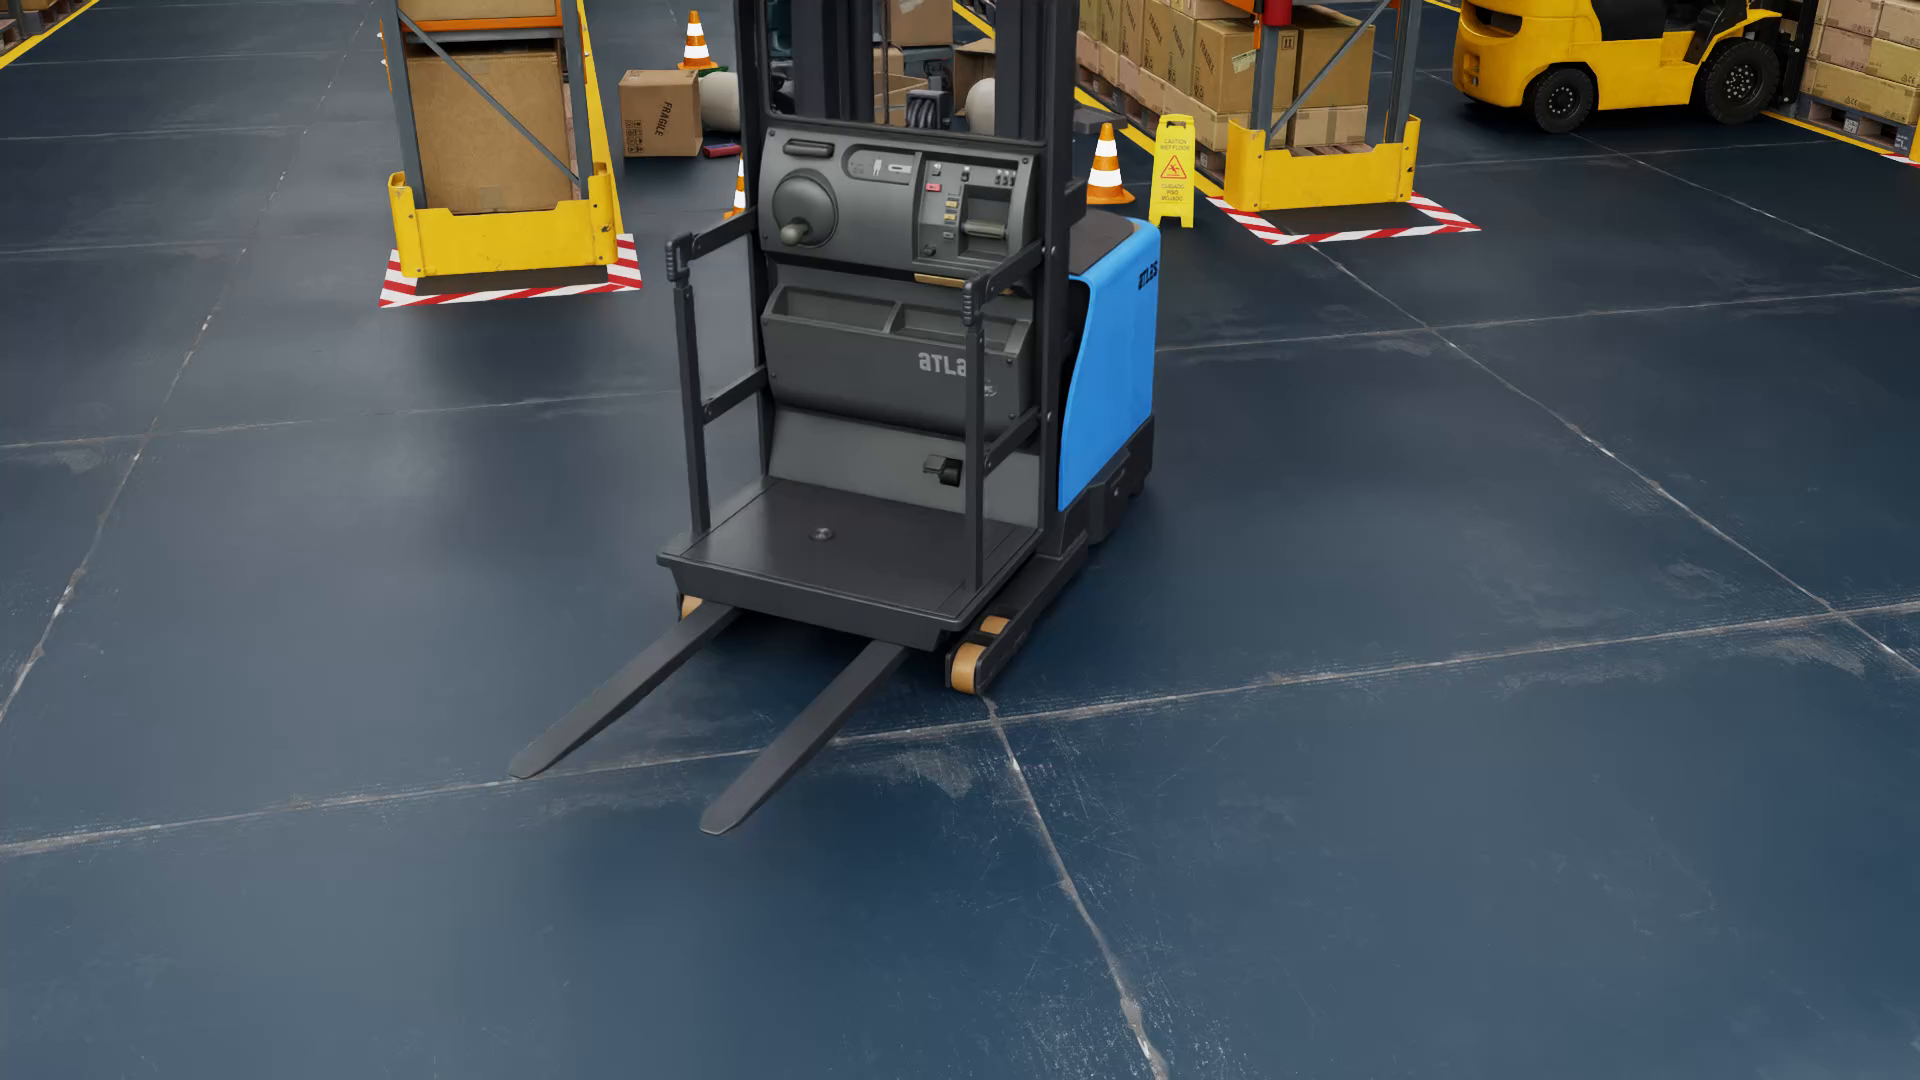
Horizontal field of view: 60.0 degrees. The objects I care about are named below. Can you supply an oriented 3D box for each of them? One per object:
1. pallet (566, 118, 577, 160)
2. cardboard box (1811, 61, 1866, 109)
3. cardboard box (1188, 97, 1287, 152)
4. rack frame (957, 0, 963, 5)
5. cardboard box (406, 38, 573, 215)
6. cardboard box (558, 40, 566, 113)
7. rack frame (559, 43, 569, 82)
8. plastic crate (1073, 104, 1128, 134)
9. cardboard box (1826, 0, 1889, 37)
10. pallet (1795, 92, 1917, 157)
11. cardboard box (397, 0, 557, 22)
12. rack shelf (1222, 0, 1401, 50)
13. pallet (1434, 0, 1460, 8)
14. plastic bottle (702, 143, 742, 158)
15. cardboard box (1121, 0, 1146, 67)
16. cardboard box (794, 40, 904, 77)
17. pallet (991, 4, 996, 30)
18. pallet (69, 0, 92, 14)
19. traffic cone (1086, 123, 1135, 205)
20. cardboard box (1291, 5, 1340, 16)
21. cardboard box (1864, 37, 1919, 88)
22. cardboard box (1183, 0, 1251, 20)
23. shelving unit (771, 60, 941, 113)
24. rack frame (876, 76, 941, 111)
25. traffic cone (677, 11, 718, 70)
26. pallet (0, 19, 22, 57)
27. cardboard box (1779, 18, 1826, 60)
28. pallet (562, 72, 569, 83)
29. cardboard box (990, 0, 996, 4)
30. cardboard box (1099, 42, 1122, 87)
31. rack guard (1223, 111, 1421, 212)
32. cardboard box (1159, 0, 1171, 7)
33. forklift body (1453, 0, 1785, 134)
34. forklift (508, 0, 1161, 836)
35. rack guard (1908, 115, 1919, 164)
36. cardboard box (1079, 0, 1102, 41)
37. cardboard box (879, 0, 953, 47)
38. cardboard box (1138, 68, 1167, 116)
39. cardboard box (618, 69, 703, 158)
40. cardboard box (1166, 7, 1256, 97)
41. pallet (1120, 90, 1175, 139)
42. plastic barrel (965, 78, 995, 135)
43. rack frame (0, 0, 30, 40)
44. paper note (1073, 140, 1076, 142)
[{"bbox_3d":[-3.053,-2.545,11.058,1.003,0.211,1.213,-6,27,-12],"label":"pallet"},{"bbox_3d":[6.594,-3.318,12.081,0.500,0.250,0.500,-6,27,-12],"label":"cardboard box"},{"bbox_3d":[1.825,-2.757,10.970,0.500,0.250,0.500,-6,27,-12],"label":"cardboard box"},{"bbox_3d":[0.472,-6.971,16.733,1.000,3.000,0.127,-6,27,-12],"label":"rack frame"},{"bbox_3d":[-2.742,-2.442,9.652,0.875,0.875,0.875,-6,27,-11],"label":"cardboard box"},{"bbox_3d":[-3.146,-3.229,11.210,0.875,0.875,0.875,-6,27,-11],"label":"cardboard box"},{"bbox_3d":[-3.426,-4.668,12.170,1.000,3.000,0.127,-6,27,-12],"label":"rack frame"},{"bbox_3d":[0.929,-3.139,12.381,0.402,0.080,0.583,-16,31,-29],"label":"plastic crate"},{"bbox_3d":[6.582,-3.765,11.857,0.500,0.250,0.500,-5,27,-11],"label":"cardboard box"},{"bbox_3d":[6.897,-3.052,12.062,1.003,0.211,1.213,-6,27,-12],"label":"pallet"},{"bbox_3d":[-2.653,-3.138,8.971,0.875,0.550,0.550,-6,27,-12],"label":"cardboard box"},{"bbox_3d":[1.824,-4.016,11.676,1.077,0.370,4.000,-6,27,-12],"label":"rack shelf"},{"bbox_3d":[5.455,-5.867,17.639,1.003,0.211,1.213,-6,27,-12],"label":"pallet"},{"bbox_3d":[-1.634,-2.711,11.553,0.283,0.061,0.133,-16,31,-29],"label":"plastic bottle"},{"bbox_3d":[1.491,-3.762,12.128,0.500,0.500,0.500,-5,27,-9],"label":"cardboard box"},{"bbox_3d":[-0.806,-3.329,12.137,0.797,0.637,0.503,-6,27,-12],"label":"cardboard box"},{"bbox_3d":[0.918,-4.849,15.622,1.003,0.211,1.213,-6,27,-12],"label":"pallet"},{"bbox_3d":[-9.559,-5.608,17.127,1.003,0.211,1.213,-6,27,-12],"label":"pallet"},{"bbox_3d":[0.921,-2.385,10.461,0.336,0.463,0.334,-6,27,-12],"label":"traffic cone"},{"bbox_3d":[2.235,-3.376,11.362,0.500,0.500,0.500,-7,28,-14],"label":"cardboard box"},{"bbox_3d":[6.696,-3.330,11.549,0.500,0.250,0.500,-6,27,-12],"label":"cardboard box"},{"bbox_3d":[1.692,-3.523,10.935,0.380,0.149,0.250,-5,27,-10],"label":"cardboard box"},{"bbox_3d":[-0.503,-1.322,7.205,0.587,1.500,1.083,-10,29,-19],"label":"shelving unit"},{"bbox_3d":[-0.311,-1.106,6.776,0.500,1.500,0.032,-10,29,-19],"label":"rack frame"},{"bbox_3d":[-2.257,-4.278,14.212,0.336,0.463,0.334,-6,27,-12],"label":"traffic cone"},{"bbox_3d":[-9.008,-4.377,14.688,1.003,0.211,1.213,-6,27,-12],"label":"pallet"},{"bbox_3d":[6.457,-3.776,12.433,0.500,0.250,0.500,-7,28,-13],"label":"cardboard box"},{"bbox_3d":[-3.674,-3.755,13.454,1.003,0.211,1.213,-6,27,-12],"label":"pallet"},{"bbox_3d":[0.764,-5.414,16.097,0.950,0.372,0.625,-6,27,-13],"label":"cardboard box"},{"bbox_3d":[1.375,-3.656,12.749,0.500,0.250,0.500,-4,27,-9],"label":"cardboard box"},{"bbox_3d":[2.258,-2.377,10.404,1.175,0.500,0.348,-6,27,-12],"label":"rack guard"},{"bbox_3d":[1.581,-3.750,11.384,0.380,0.149,0.250,-5,27,-9],"label":"cardboard box"},{"bbox_3d":[4.906,-4.233,12.250,2.313,2.155,1.214,-6,27,-12],"label":"forklift body"},{"bbox_3d":[-0.299,-1.038,5.053,1.130,2.935,3.031,12,29,22],"label":"forklift"},{"bbox_3d":[7.116,-2.839,11.319,1.175,0.500,0.348,-6,27,-12],"label":"rack guard"},{"bbox_3d":[1.244,-4.224,13.042,0.500,0.500,0.500,-5,27,-9],"label":"cardboard box"},{"bbox_3d":[-0.354,-4.244,13.262,0.500,0.500,0.500,-6,27,-12],"label":"cardboard box"},{"bbox_3d":[1.598,-3.204,11.855,0.500,0.250,0.500,-7,28,-13],"label":"cardboard box"},{"bbox_3d":[-2.077,-2.976,11.589,0.500,0.500,0.500,-1,27,-3],"label":"cardboard box"},{"bbox_3d":[1.720,-3.308,11.228,0.500,0.500,0.500,-5,27,-10],"label":"cardboard box"},{"bbox_3d":[1.838,-3.143,12.242,1.003,0.211,1.213,-6,27,-12],"label":"pallet"},{"bbox_3d":[0.335,-3.062,11.847,0.512,0.421,0.421,13,30,24],"label":"plastic barrel"},{"bbox_3d":[-9.183,-5.965,14.739,1.000,3.000,0.127,-6,27,-12],"label":"rack frame"},{"bbox_3d":[0.739,-2.857,11.877,0.142,0.019,0.148,-16,31,-29],"label":"paper note"}]
